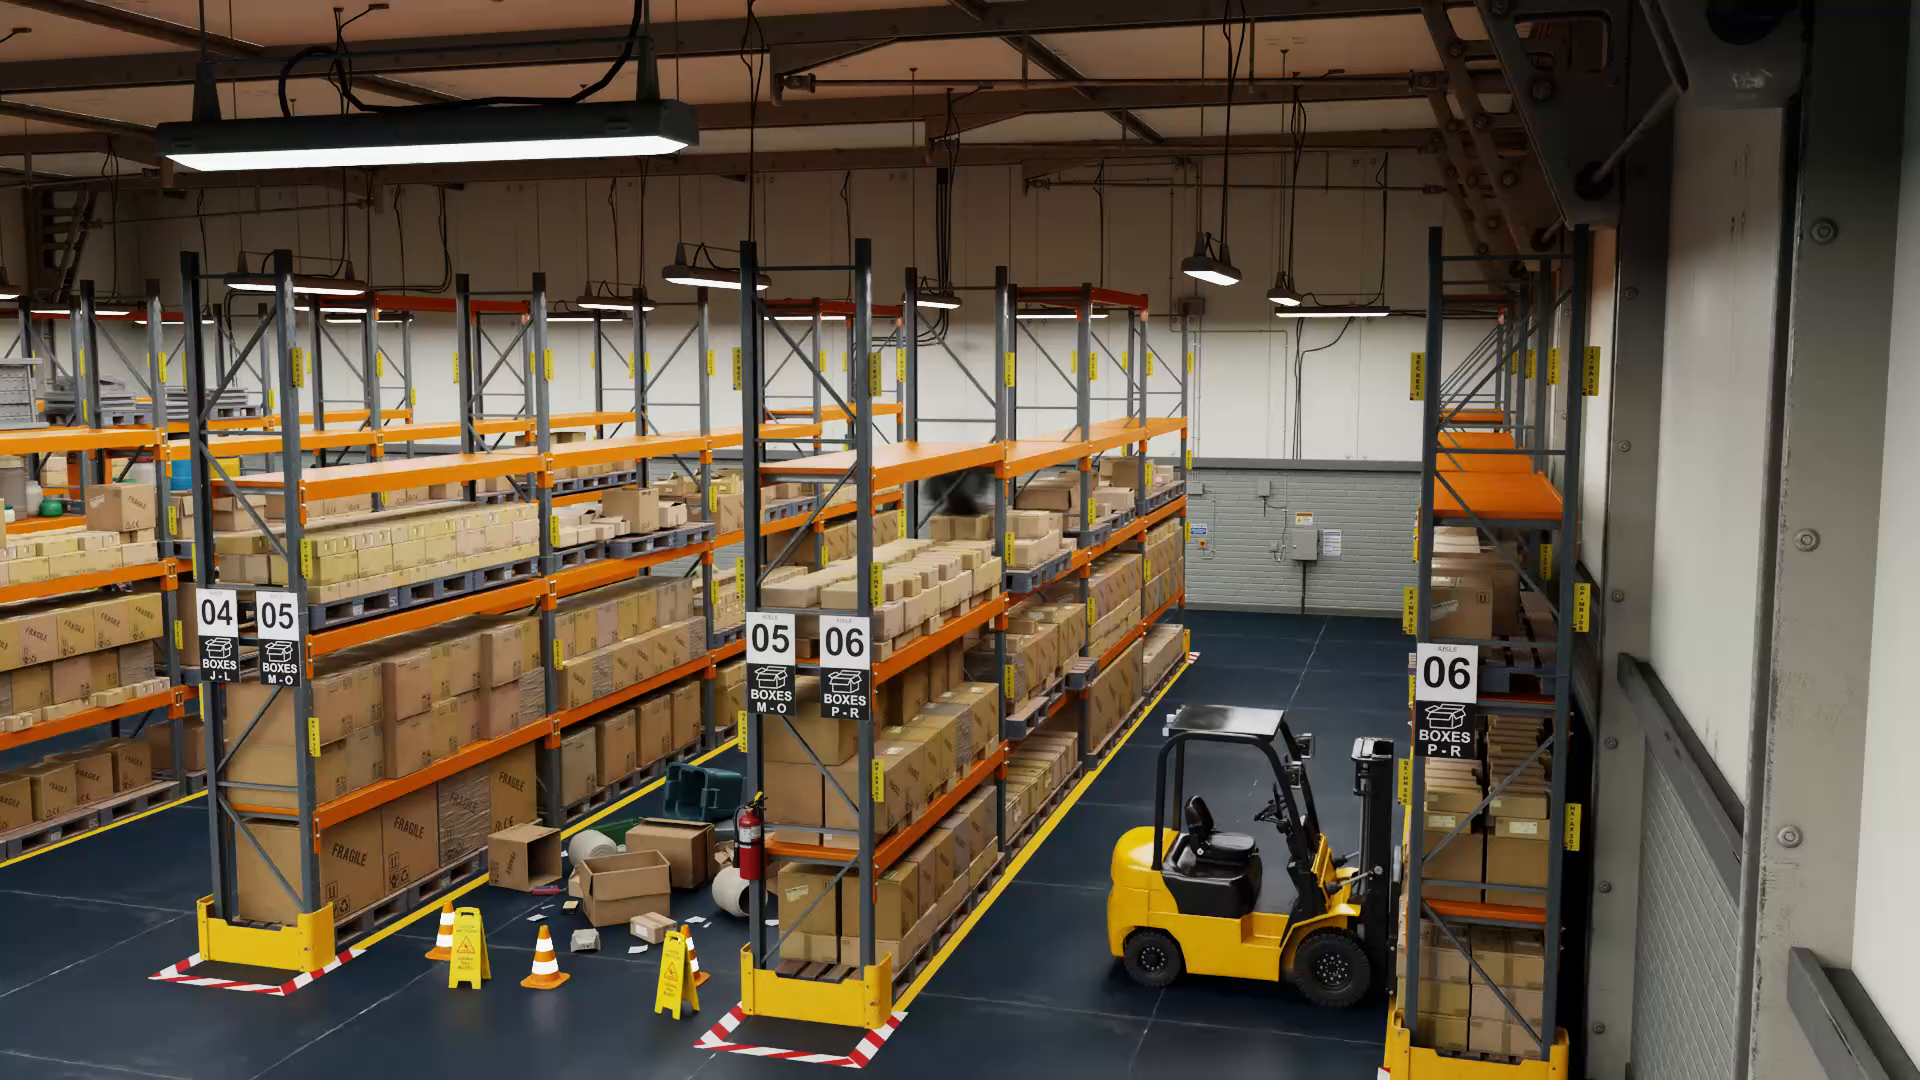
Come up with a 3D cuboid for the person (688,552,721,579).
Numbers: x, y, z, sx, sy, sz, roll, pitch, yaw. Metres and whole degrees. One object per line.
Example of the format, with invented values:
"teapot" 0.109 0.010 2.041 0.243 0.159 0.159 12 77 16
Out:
"person" -4.601 0.999 30.300 0.722 1.576 0.612 -2 7 -16
